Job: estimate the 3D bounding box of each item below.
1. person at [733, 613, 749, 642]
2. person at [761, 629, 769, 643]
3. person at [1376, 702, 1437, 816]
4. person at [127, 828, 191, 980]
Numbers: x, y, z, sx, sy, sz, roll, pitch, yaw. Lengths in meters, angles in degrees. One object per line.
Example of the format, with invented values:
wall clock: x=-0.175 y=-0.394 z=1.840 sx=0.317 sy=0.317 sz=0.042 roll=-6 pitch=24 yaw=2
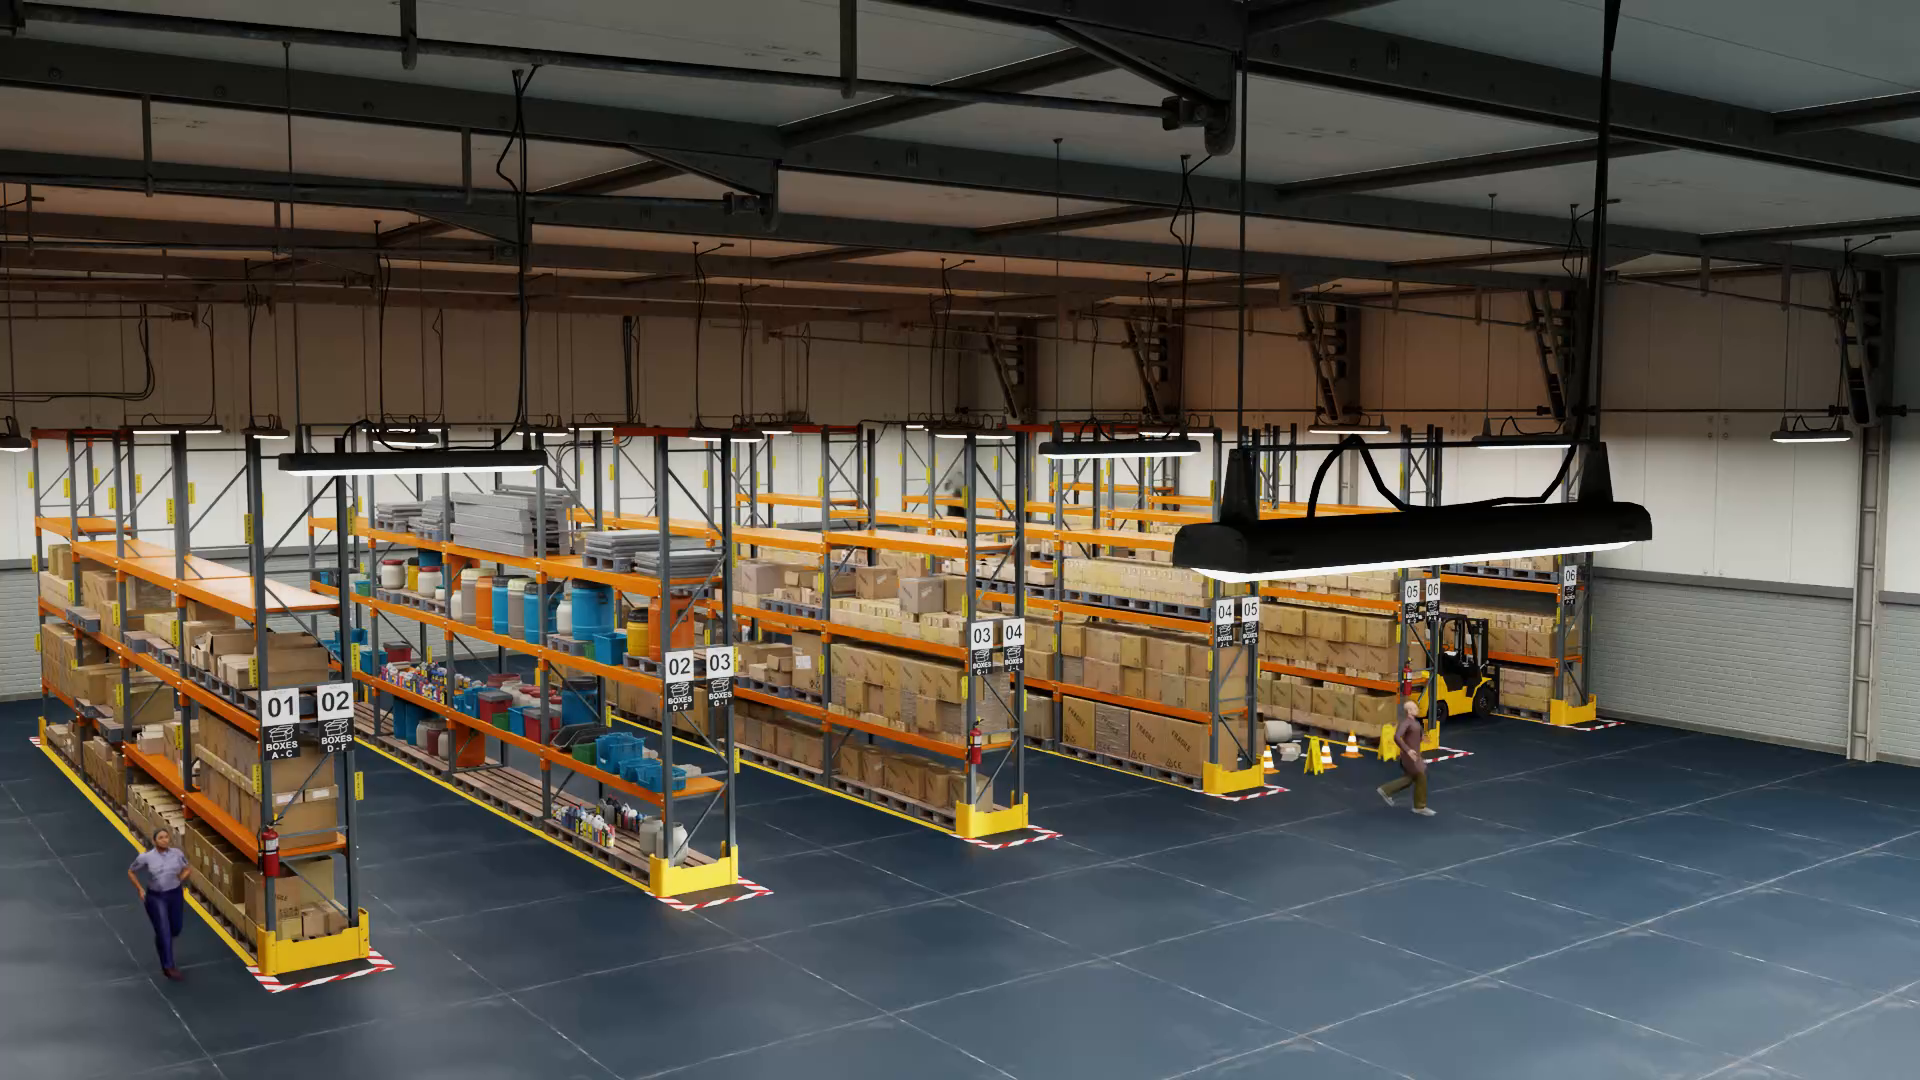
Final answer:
person: x=-5.571 y=2.204 z=41.837 sx=0.963 sy=1.713 sz=0.689 roll=0 pitch=4 yaw=-3
person: x=-4.978 y=2.195 z=41.939 sx=0.639 sy=1.749 sz=0.680 roll=4 pitch=6 yaw=44
person: x=7.012 y=3.407 z=26.068 sx=0.923 sy=1.783 sz=0.699 roll=1 pitch=5 yaw=17
person: x=-8.953 y=4.034 z=18.683 sx=0.923 sy=1.624 sz=0.614 roll=4 pitch=6 yaw=42
